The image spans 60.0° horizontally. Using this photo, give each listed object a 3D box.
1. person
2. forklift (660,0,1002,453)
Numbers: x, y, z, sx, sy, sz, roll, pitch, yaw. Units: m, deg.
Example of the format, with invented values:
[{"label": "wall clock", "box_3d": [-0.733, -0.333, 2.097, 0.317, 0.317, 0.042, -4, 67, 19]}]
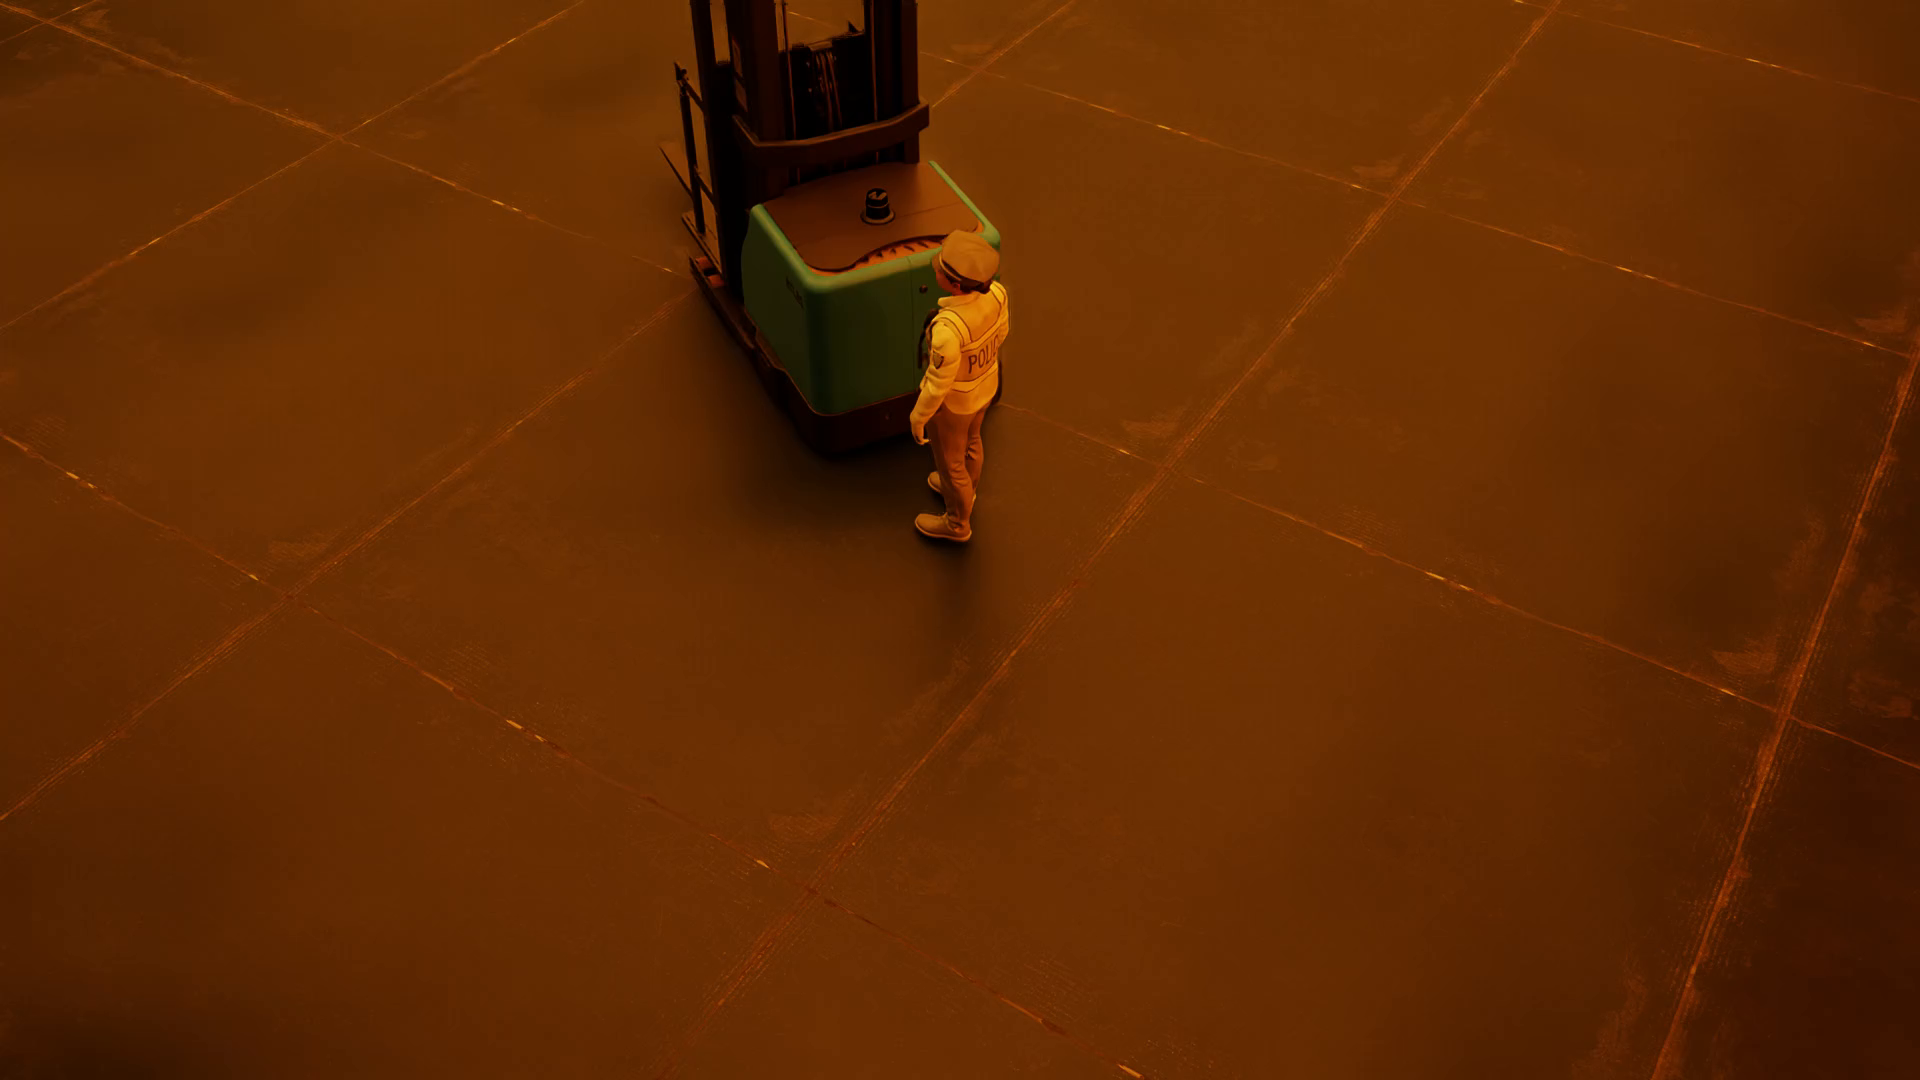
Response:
[{"label": "person", "box_3d": [-0.062, -0.672, 7.394, 0.525, 1.695, 0.600, 24, 49, 23]}, {"label": "forklift", "box_3d": [-0.885, -2.516, 8.503, 1.130, 2.935, 3.031, -19, 47, -19]}]
